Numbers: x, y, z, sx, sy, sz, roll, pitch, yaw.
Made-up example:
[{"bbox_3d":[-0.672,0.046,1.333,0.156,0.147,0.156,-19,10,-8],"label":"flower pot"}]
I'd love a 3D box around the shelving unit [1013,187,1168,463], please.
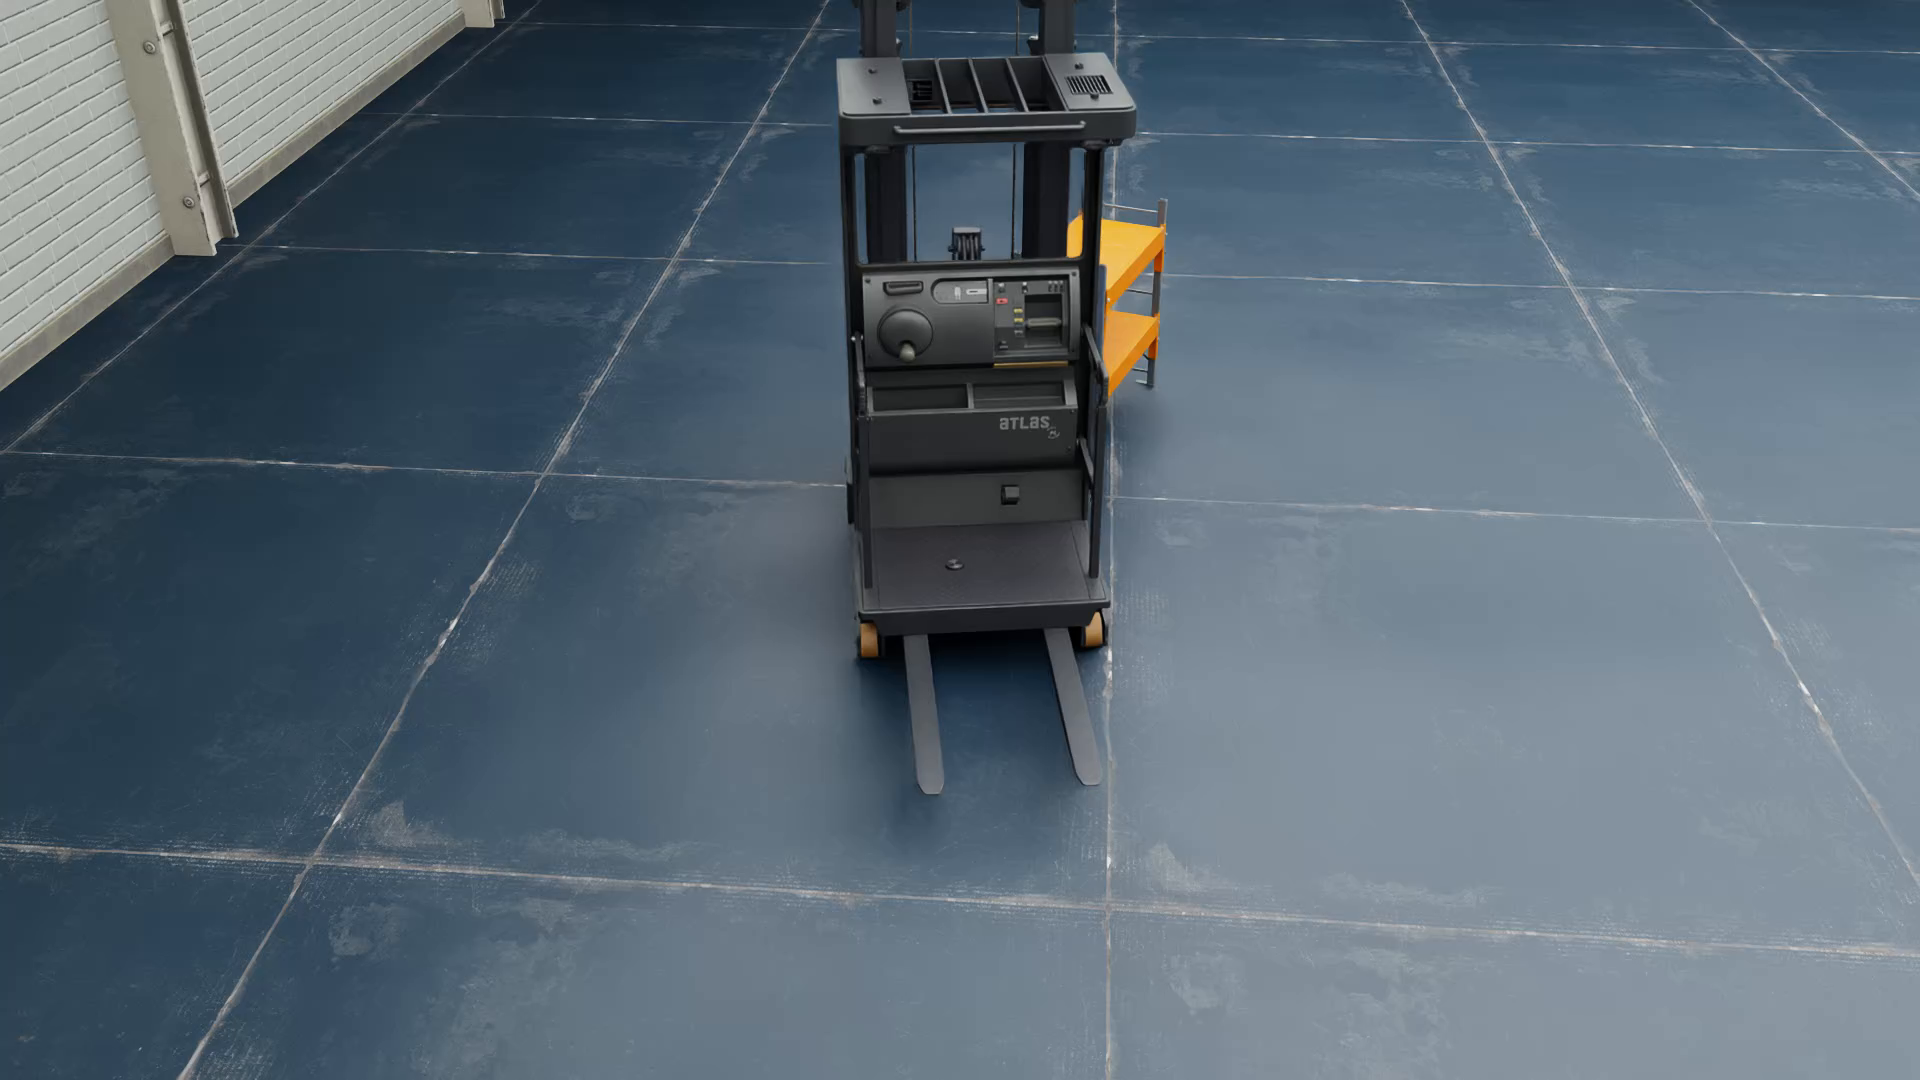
[{"bbox_3d":[0.706,-1.193,9.114,0.538,1.125,1.048,13,34,20],"label":"shelving unit"}]

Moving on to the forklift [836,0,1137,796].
[{"bbox_3d":[0.070,-0.905,6.924,1.130,2.935,3.031,-3,32,-4],"label":"forklift"}]

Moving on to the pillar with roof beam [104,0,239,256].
[{"bbox_3d":[-0.973,-5.708,8.935,9.100,9.000,0.400,2,32,4],"label":"pillar with roof beam"}]

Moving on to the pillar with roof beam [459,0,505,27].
[{"bbox_3d":[-0.485,-8.845,14.026,9.100,9.000,0.400,2,32,4],"label":"pillar with roof beam"}]

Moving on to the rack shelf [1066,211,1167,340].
[{"bbox_3d":[0.706,-1.442,8.960,0.538,0.278,1.000,13,34,20],"label":"rack shelf"}]

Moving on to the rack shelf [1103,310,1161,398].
[{"bbox_3d":[0.706,-0.985,9.242,0.538,0.278,1.000,13,34,20],"label":"rack shelf"}]

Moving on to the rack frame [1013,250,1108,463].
[{"bbox_3d":[0.505,-0.948,8.716,0.500,1.125,0.032,13,34,20],"label":"rack frame"}]

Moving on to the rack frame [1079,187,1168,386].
[{"bbox_3d":[0.907,-1.438,9.511,0.500,1.125,0.032,13,34,20],"label":"rack frame"}]
